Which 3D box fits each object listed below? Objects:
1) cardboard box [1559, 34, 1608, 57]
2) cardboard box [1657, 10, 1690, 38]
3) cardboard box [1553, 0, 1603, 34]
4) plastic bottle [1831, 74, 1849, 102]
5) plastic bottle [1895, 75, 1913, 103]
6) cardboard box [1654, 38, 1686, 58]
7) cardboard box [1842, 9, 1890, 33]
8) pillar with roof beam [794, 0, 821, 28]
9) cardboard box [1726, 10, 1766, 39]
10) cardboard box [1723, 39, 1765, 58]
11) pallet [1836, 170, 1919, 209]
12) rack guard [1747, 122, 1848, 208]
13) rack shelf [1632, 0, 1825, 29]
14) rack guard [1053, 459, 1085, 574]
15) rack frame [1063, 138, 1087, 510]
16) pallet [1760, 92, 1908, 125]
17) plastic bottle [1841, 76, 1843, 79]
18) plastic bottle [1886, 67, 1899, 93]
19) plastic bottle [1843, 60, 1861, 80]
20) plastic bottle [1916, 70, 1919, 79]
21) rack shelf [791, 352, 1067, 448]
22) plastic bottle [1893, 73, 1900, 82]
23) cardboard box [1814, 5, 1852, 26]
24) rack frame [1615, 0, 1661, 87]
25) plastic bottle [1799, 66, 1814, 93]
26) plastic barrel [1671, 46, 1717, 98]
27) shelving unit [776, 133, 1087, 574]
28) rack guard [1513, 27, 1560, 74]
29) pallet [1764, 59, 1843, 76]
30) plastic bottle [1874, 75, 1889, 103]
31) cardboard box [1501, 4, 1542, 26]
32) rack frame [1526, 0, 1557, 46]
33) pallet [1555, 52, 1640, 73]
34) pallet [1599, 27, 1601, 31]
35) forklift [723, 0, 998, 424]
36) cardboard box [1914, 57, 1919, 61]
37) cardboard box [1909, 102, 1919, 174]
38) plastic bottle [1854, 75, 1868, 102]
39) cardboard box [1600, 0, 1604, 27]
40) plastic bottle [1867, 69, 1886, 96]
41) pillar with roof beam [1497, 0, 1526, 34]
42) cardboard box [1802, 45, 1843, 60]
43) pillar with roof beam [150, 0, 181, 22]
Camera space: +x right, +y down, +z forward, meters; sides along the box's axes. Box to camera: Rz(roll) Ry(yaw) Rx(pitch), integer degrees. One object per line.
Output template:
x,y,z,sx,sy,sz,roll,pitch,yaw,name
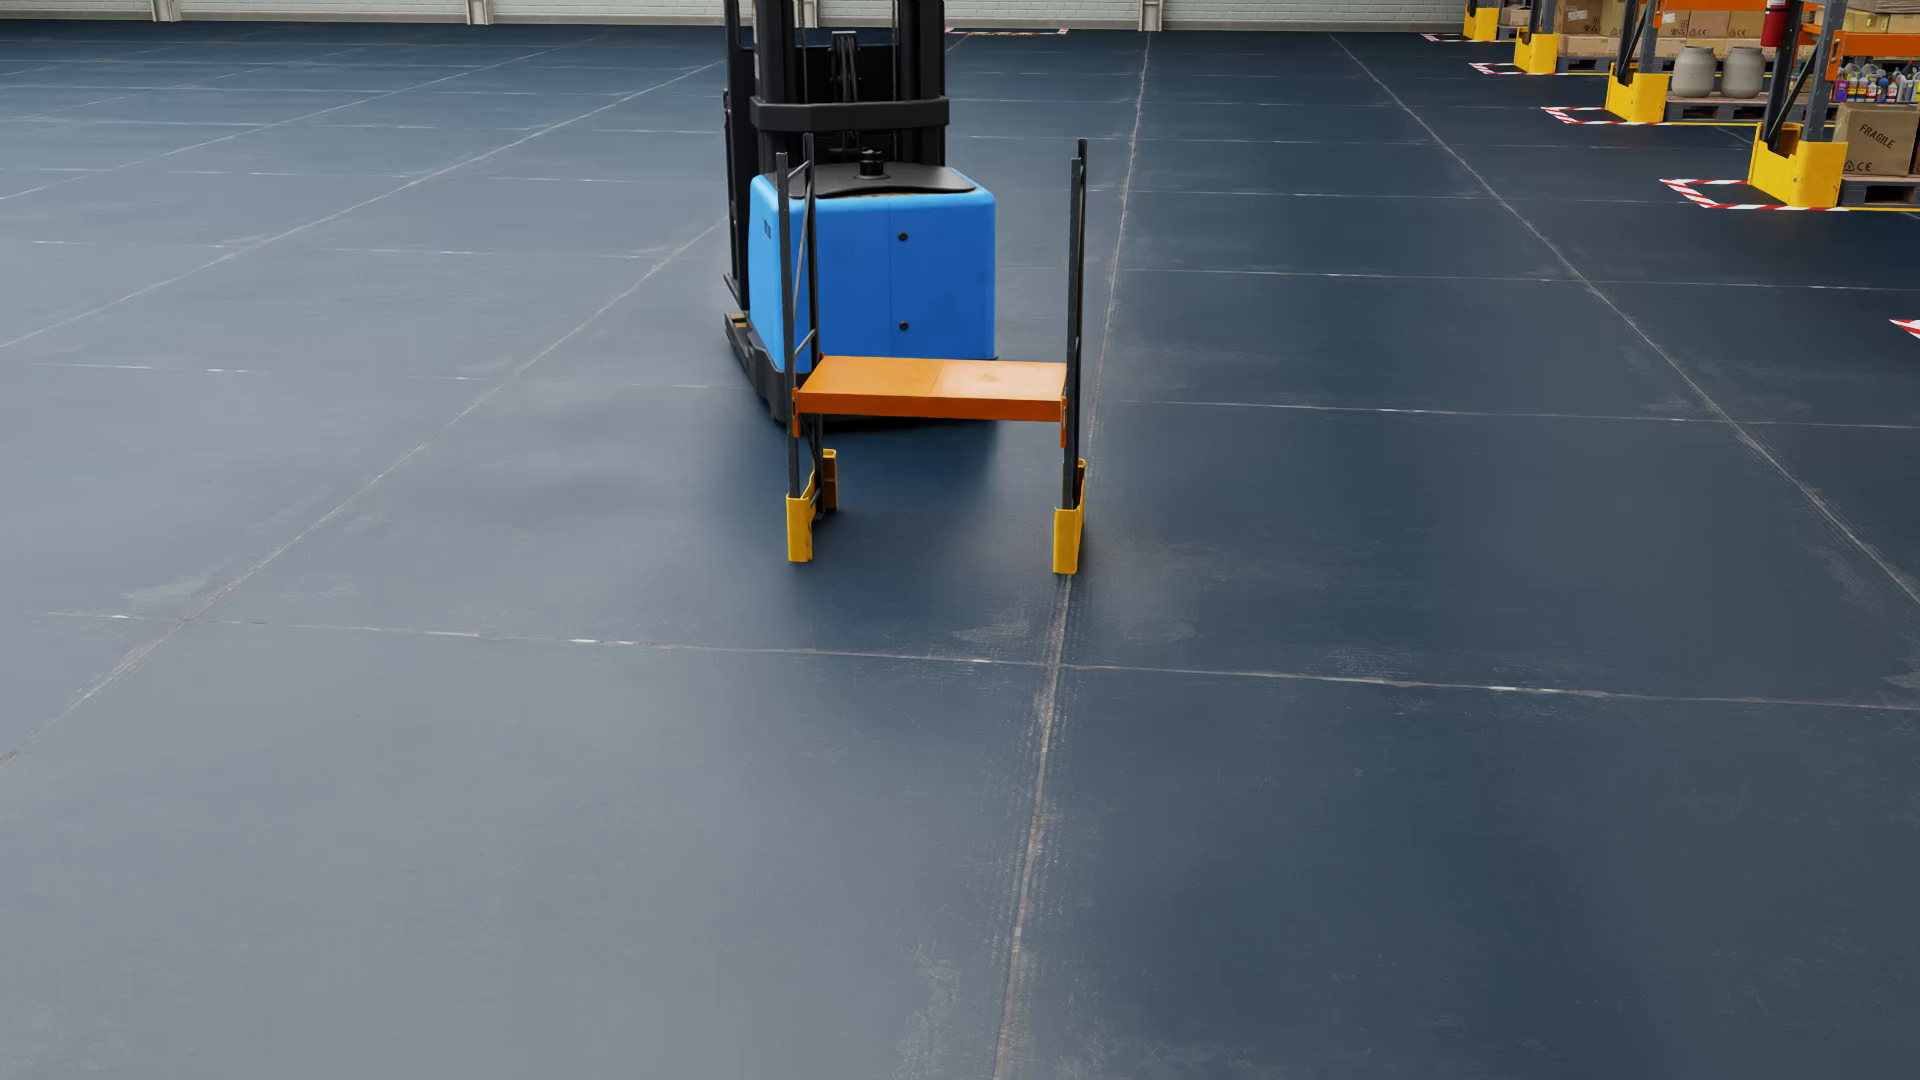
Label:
8.368,-6.642,22.329,0.500,0.250,0.500,2,22,6,cardboard box
9.363,-6.953,22.095,0.500,0.500,0.500,2,22,6,cardboard box
8.429,-7.180,22.671,0.500,0.500,0.500,2,22,6,cardboard box
9.261,-4.754,17.481,0.133,0.283,0.061,3,22,7,plastic bottle
9.902,-4.740,17.455,0.135,0.276,0.152,3,22,7,plastic bottle
9.361,-6.600,22.222,0.500,0.250,0.500,2,22,6,cardboard box
6.947,-3.997,12.811,0.250,0.149,0.380,2,22,6,cardboard box
-3.185,-11.661,23.697,0.400,9.000,9.100,2,22,6,pillar with roof beam
10.356,-6.908,21.983,0.500,0.500,0.500,2,22,6,cardboard box
10.354,-6.555,22.109,0.500,0.250,0.500,2,22,6,cardboard box
7.570,-2.865,13.399,1.213,0.211,1.003,2,22,6,pallet
6.768,-3.047,13.468,0.348,0.500,1.175,2,22,6,rack guard
9.261,-5.600,17.504,4.000,0.370,1.077,2,22,6,rack shelf
0.419,-0.098,6.348,0.087,0.250,0.587,2,22,6,rack guard
0.420,-0.679,6.118,0.032,1.500,0.500,2,22,6,rack frame
9.370,-4.648,17.909,1.213,0.211,1.003,2,22,6,pallet
9.539,-4.932,18.043,0.097,0.201,0.097,0,22,0,plastic bottle
10.148,-5.007,18.120,0.133,0.283,0.061,3,22,9,plastic bottle
9.700,-5.042,18.118,0.185,0.351,0.144,3,22,9,plastic bottle
10.336,-4.933,17.949,0.097,0.271,0.097,0,22,0,plastic bottle
-0.085,-0.534,6.240,1.000,0.185,0.538,2,22,6,rack shelf
9.913,-4.782,17.552,0.133,0.283,0.061,2,22,6,plastic bottle
6.999,-4.159,13.222,0.250,0.149,0.380,2,22,6,cardboard box
7.275,-6.021,17.591,0.127,3.000,1.000,2,22,6,rack frame
9.269,-5.045,18.217,0.133,0.283,0.061,3,22,8,plastic bottle
7.938,-5.059,17.969,0.421,0.512,0.421,0,22,0,plastic barrel
-0.076,-0.701,6.172,1.083,1.500,0.587,2,22,6,shelving unit
7.838,-6.668,22.627,0.348,0.500,1.175,2,22,6,rack guard
11.049,-6.410,22.365,1.213,0.211,1.003,2,22,6,pallet
9.680,-4.737,17.454,0.097,0.271,0.097,0,22,0,plastic bottle
9.117,-8.530,26.994,0.500,0.311,0.500,0,22,0,cardboard box
7.862,-7.830,22.165,0.127,3.000,1.000,2,22,6,rack frame
8.626,-6.515,22.632,1.213,0.211,1.003,2,22,6,pallet
10.527,-8.237,26.987,1.213,0.211,1.003,2,22,6,pallet
-0.675,-2.402,8.529,1.130,2.935,3.031,-5,22,-13,forklift
12.713,-6.443,21.825,0.500,0.250,0.500,3,22,8,cardboard box
7.908,-3.199,13.281,0.500,0.500,0.500,8,23,20,cardboard box
9.479,-4.746,17.477,0.097,0.271,0.097,0,22,0,plastic bottle
10.406,-8.543,26.771,0.500,0.500,0.700,1,22,3,cardboard box
9.892,-4.944,17.972,0.135,0.276,0.152,2,22,6,plastic bottle
8.731,-11.142,22.383,0.400,9.000,9.100,2,22,6,pillar with roof beam
11.348,-6.514,22.004,0.500,0.250,0.500,2,22,6,cardboard box
-15.102,-12.181,25.010,0.400,9.000,9.100,2,22,6,pillar with roof beam
